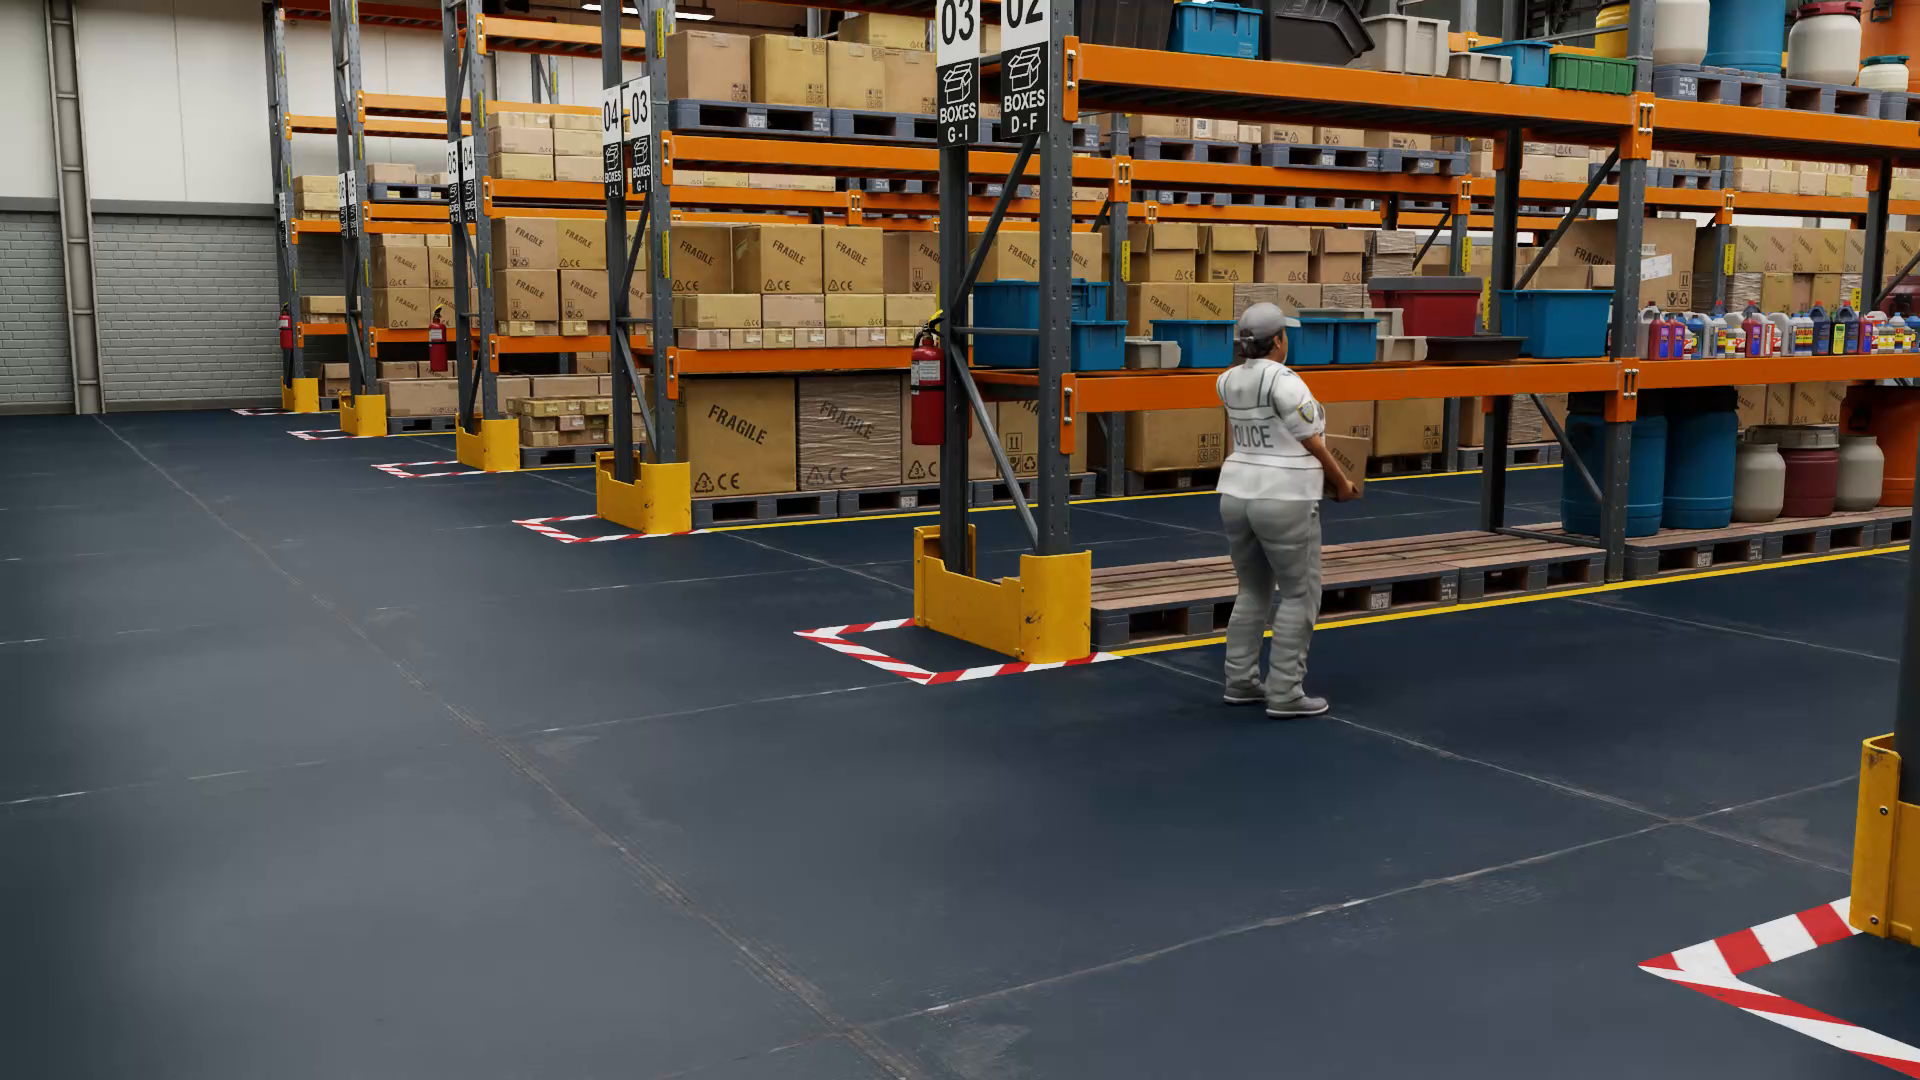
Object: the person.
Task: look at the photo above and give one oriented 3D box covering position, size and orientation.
[{"bbox_3d":[1.319,-0.127,6.762,0.535,1.642,0.453,-5,10,-31],"label":"person"}]
